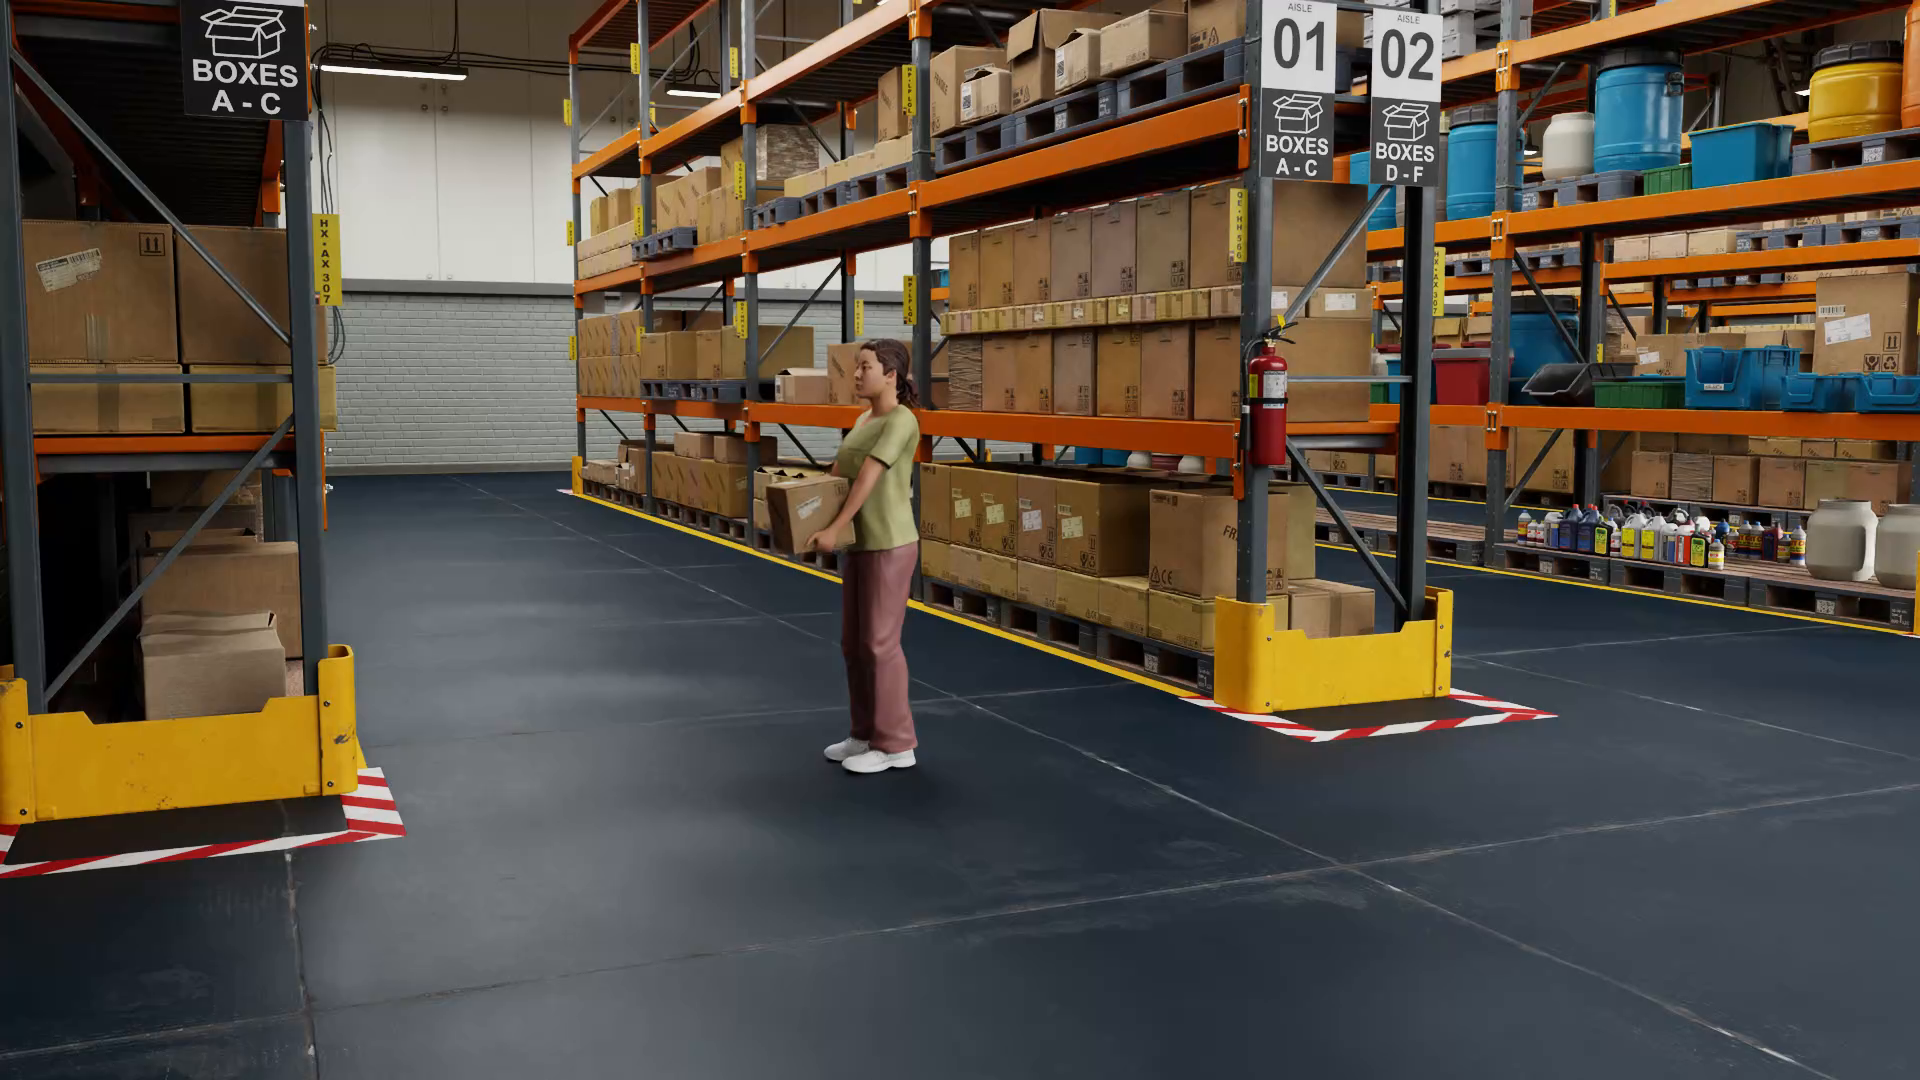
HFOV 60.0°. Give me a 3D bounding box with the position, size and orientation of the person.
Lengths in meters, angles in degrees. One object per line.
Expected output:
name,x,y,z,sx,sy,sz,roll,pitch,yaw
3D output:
person,-0.393,0.058,6.447,0.527,1.664,0.405,-2,6,-24
